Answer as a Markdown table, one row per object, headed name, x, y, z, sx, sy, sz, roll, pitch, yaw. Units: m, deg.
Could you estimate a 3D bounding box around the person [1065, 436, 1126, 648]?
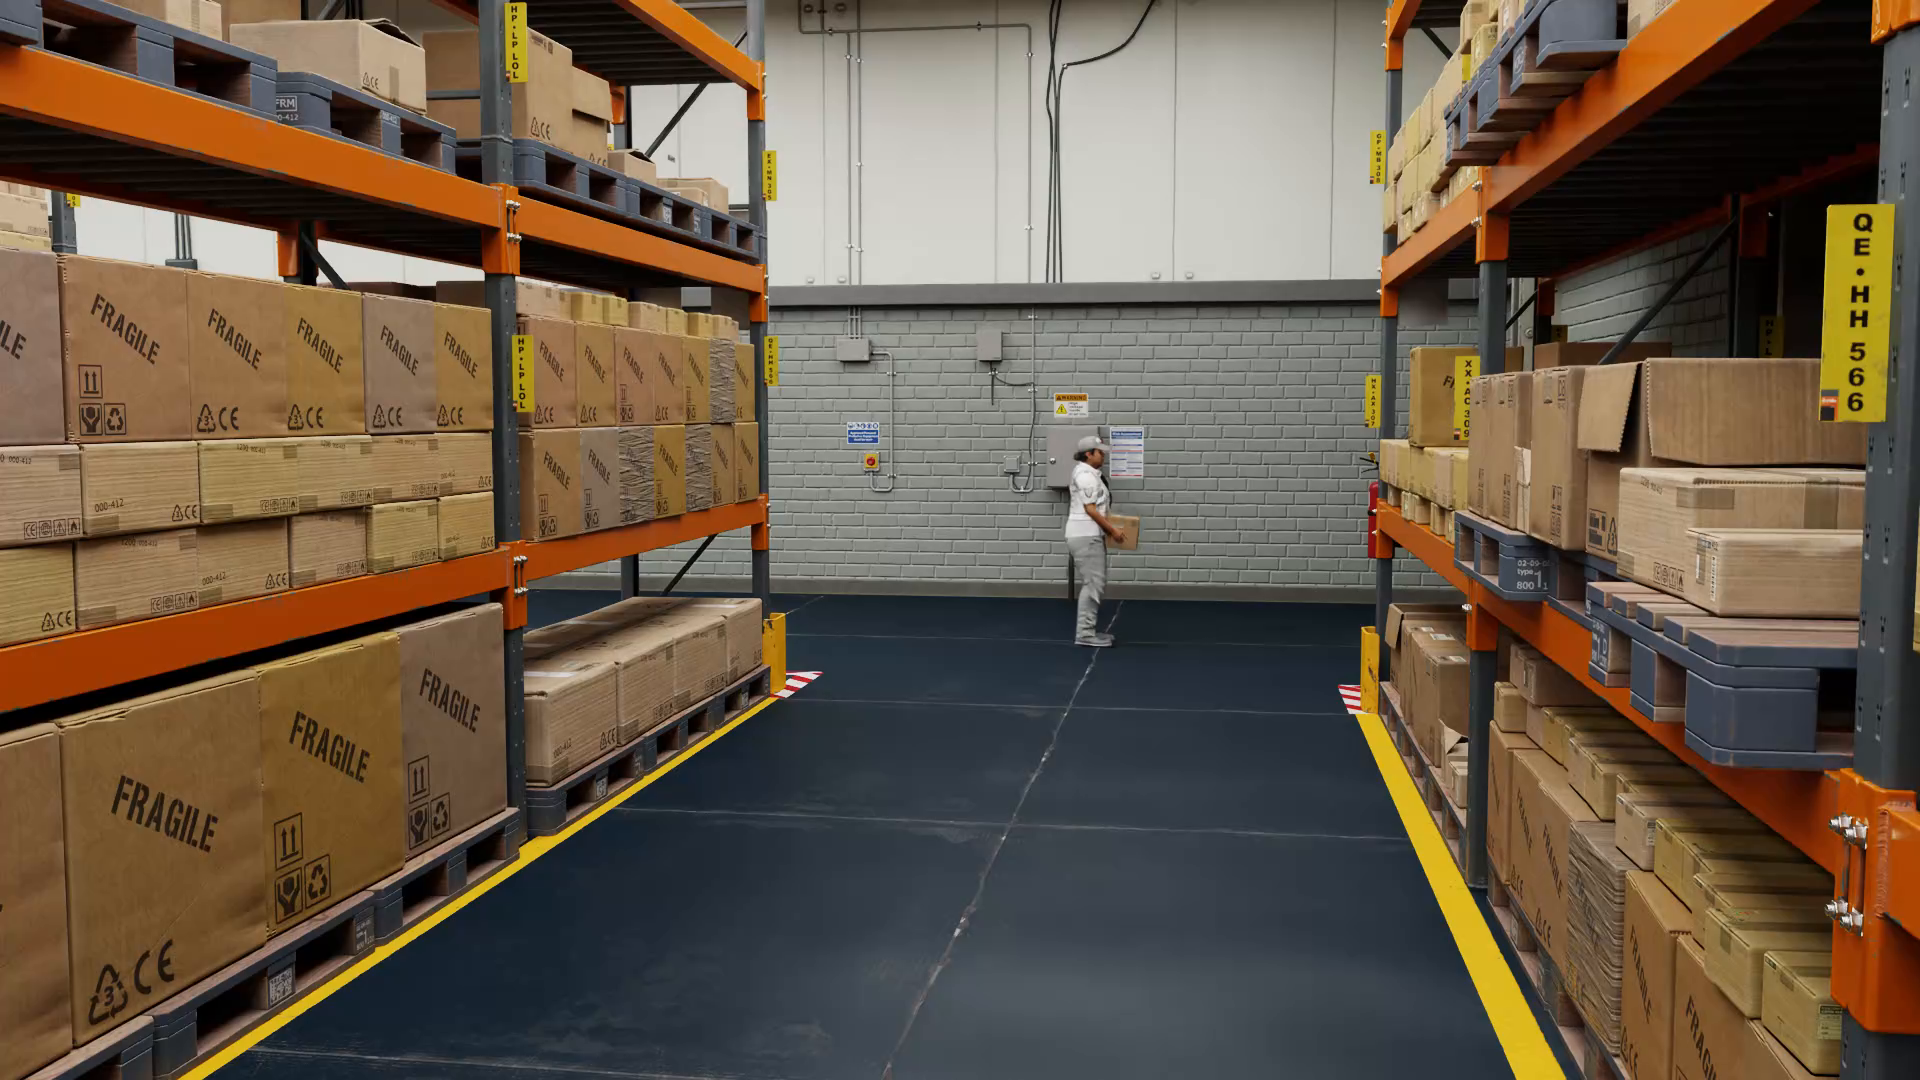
| name | x | y | z | sx | sy | sz | roll | pitch | yaw |
| --- | --- | --- | --- | --- | --- | --- | --- | --- | --- |
| person | 1.091 | 0.002 | 13.312 | 0.503 | 1.670 | 0.487 | 1 | 5 | 8 |
